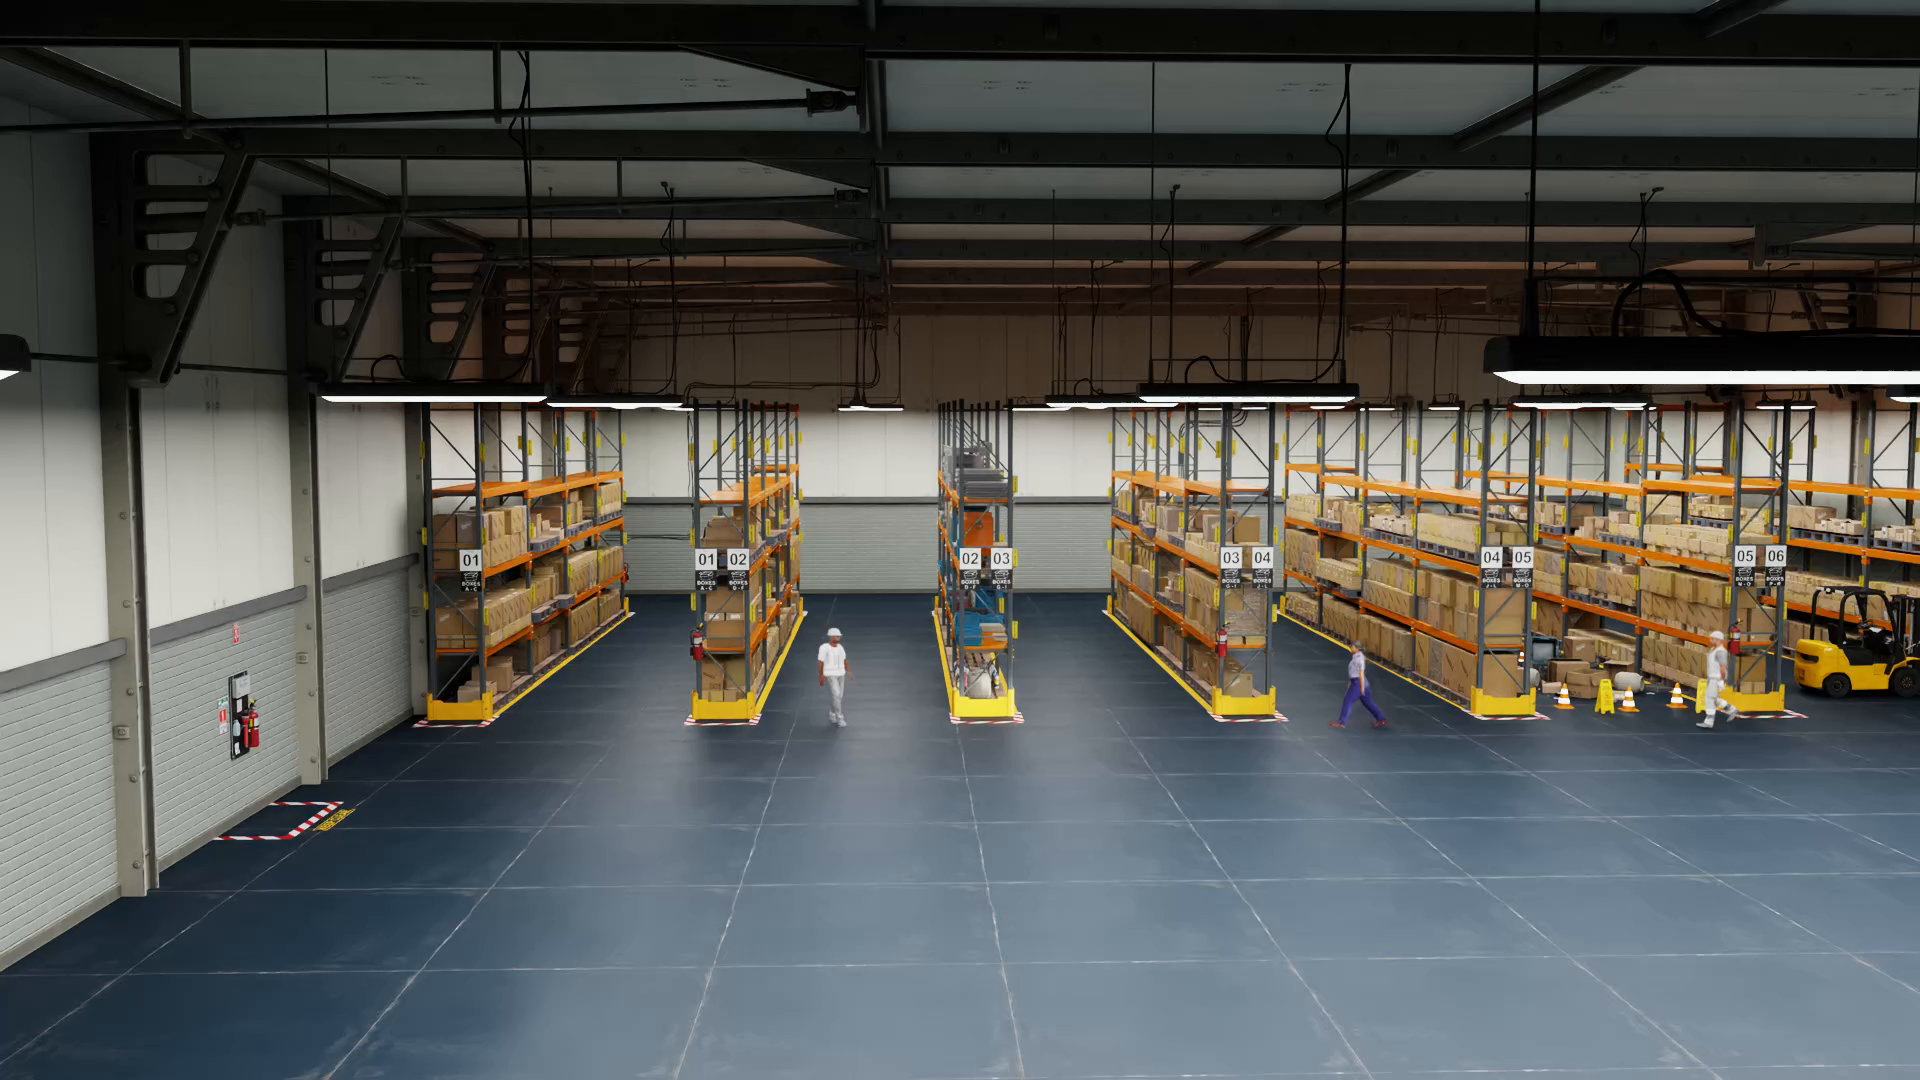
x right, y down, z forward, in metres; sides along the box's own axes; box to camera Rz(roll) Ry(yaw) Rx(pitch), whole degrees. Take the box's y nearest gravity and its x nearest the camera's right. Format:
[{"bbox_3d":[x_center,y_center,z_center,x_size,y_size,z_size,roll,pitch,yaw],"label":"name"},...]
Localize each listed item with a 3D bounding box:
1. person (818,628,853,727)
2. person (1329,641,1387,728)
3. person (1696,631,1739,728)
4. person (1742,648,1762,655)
[{"bbox_3d":[-2.213,2.529,30.706,0.759,1.769,0.596,4,6,44],"label":"person"},{"bbox_3d":[7.240,2.631,30.199,1.042,1.579,0.490,1,4,13],"label":"person"},{"bbox_3d":[13.818,2.532,30.257,0.824,1.772,0.551,0,4,3],"label":"person"},{"bbox_3d":[17.238,2.198,36.170,0.526,1.573,0.689,0,4,-1],"label":"person"}]
